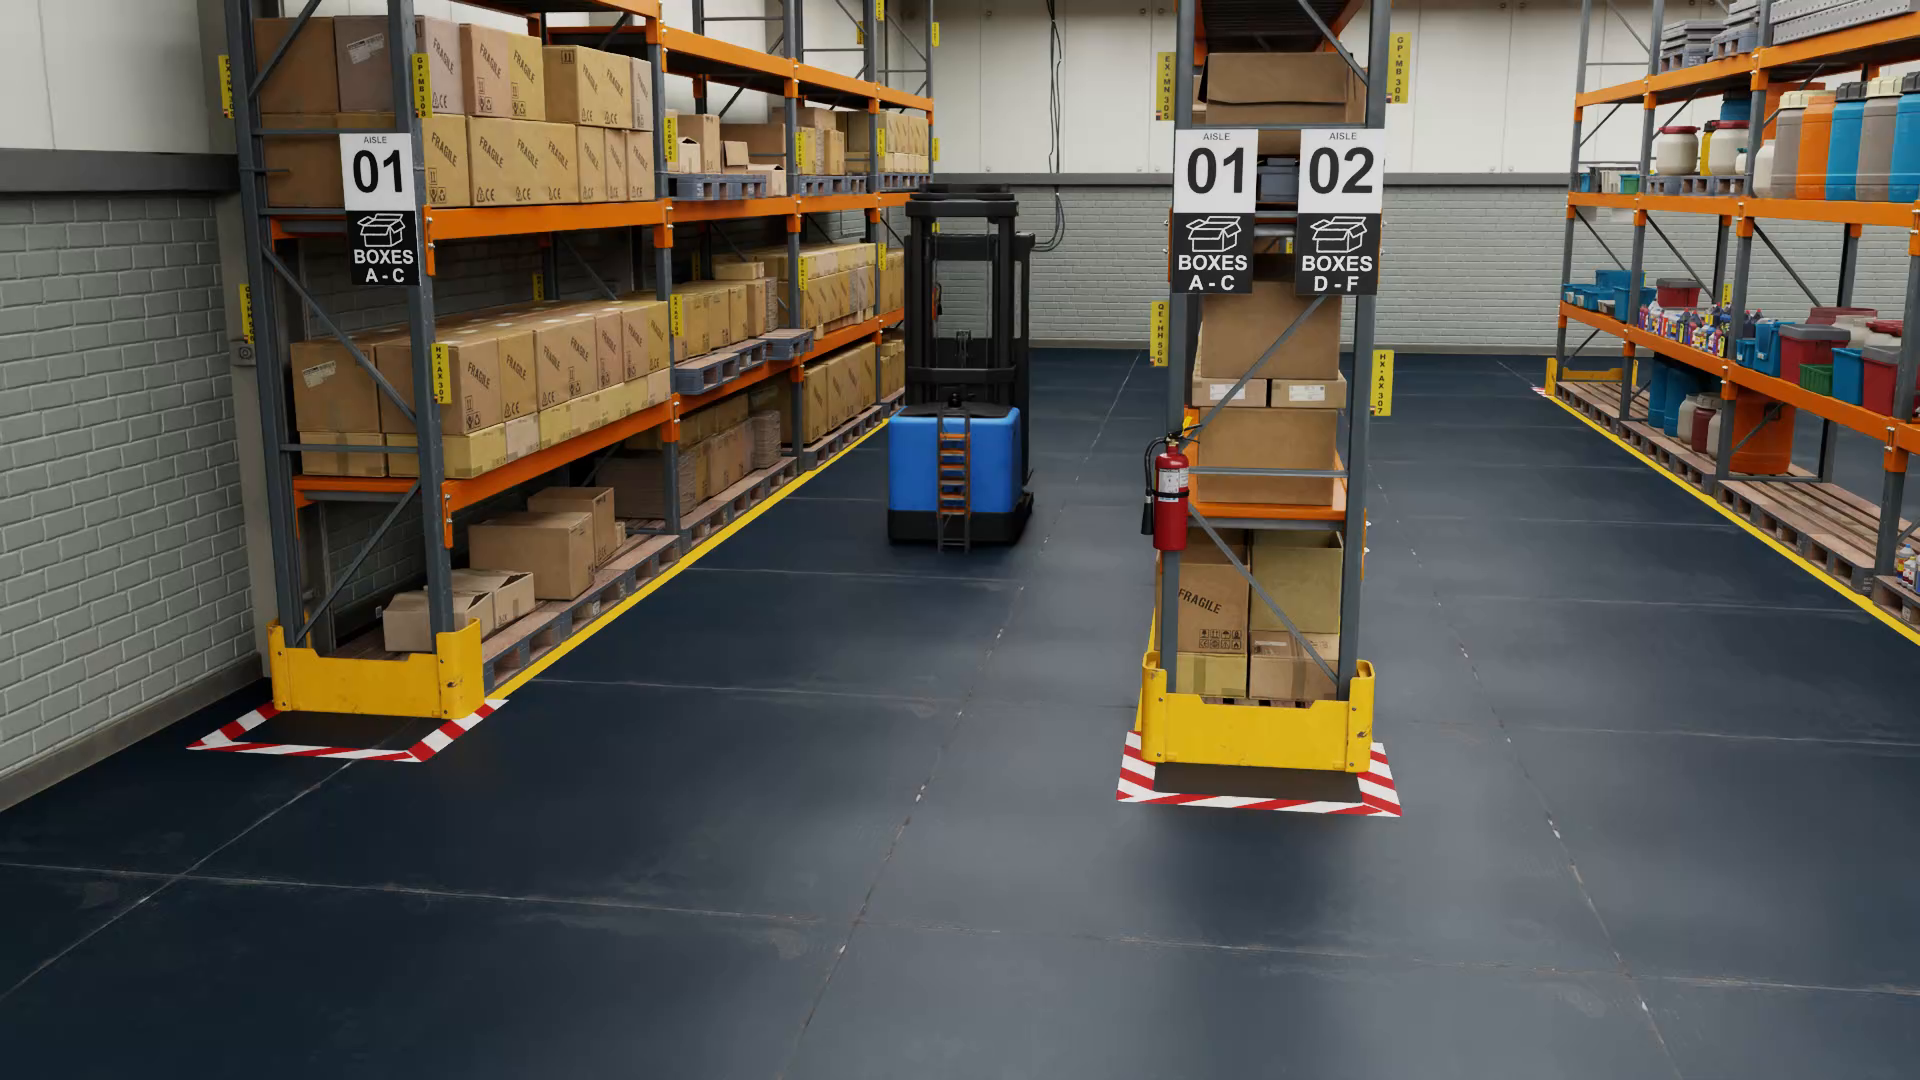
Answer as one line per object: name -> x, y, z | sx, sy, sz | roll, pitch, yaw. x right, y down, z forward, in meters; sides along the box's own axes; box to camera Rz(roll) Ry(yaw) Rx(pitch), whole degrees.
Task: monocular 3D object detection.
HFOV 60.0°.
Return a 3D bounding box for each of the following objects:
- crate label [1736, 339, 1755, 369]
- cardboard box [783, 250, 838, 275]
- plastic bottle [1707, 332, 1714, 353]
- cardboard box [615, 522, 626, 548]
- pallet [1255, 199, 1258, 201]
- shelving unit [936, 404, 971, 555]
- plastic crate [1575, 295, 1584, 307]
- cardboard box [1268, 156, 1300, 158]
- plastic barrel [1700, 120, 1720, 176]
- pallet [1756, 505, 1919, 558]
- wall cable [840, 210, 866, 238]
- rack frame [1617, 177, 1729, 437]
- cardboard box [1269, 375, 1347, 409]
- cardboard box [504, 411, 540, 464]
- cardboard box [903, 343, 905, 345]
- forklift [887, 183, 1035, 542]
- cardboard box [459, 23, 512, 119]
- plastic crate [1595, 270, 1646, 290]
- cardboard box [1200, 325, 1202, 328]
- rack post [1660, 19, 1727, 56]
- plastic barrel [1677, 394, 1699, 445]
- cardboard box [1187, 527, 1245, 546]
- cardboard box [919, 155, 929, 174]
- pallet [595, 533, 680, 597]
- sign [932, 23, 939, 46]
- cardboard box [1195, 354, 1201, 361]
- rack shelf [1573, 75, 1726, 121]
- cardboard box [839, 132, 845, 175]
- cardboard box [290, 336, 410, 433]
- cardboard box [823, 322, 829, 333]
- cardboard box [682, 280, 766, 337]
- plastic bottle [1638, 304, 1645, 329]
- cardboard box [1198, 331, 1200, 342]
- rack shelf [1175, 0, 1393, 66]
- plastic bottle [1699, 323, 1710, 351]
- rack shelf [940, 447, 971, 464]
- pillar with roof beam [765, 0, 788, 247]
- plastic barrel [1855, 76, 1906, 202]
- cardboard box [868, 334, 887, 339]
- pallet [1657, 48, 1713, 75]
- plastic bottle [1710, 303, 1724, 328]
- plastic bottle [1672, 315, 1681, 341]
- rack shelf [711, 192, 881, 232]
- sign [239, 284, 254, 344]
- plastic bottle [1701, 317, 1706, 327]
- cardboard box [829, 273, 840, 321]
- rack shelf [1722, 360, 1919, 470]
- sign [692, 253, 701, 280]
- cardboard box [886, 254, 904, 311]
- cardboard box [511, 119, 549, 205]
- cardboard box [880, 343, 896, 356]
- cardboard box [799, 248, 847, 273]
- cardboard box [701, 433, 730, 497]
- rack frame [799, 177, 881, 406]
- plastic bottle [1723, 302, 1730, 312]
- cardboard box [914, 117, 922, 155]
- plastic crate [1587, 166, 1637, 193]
crate label -> 7.234, -1.684, 15.085 | 0.303, 0.233, 0.416 | 2, 12, 9
cardboard box -> -1.640, -3.035, 18.187 | 0.500, 0.250, 0.500 | 2, 12, 9
plastic bottle -> 7.396, -1.934, 16.319 | 0.097, 0.201, 0.097 | 0, 12, 0
cardboard box -> -2.787, -0.047, 12.774 | 0.380, 0.166, 0.250 | 0, 12, 1
pallet -> 2.283, -2.727, 12.860 | 0.805, 0.209, 1.217 | 1, 12, 6
shelving unit -> -0.050, -0.490, 13.420 | 0.258, 1.200, 0.189 | 1, 12, 7
plastic crate -> 8.301, -3.161, 22.025 | 0.250, 0.136, 0.298 | 2, 12, 9
cardboard box -> 1.901, -2.194, 9.200 | 0.380, 0.149, 0.250 | 2, 12, 9
plastic barrel -> 8.345, -4.241, 17.989 | 0.600, 0.588, 0.600 | 0, 12, 0
pallet -> 7.322, -0.065, 13.794 | 1.003, 0.211, 1.213 | 2, 12, 9
wall cable -> -1.627, -4.622, 25.907 | 0.084, 1.984, 1.851 | 2, 12, 9
rack frame -> 8.285, -2.674, 19.281 | 1.000, 3.000, 0.127 | 2, 12, 9
cardboard box -> 1.818, -0.778, 8.706 | 0.380, 0.149, 0.250 | 2, 12, 8
cardboard box -> -2.895, -0.633, 10.121 | 0.500, 0.250, 0.500 | 1, 12, 7
cardboard box -> -0.975, -2.558, 23.679 | 0.700, 0.500, 0.500 | 2, 12, 8
forklift -> 0.087, -1.676, 14.812 | 1.130, 2.935, 3.031 | 1, 12, 7
cardboard box -> -2.924, -2.686, 9.558 | 0.500, 0.500, 0.500 | 2, 12, 8
plastic crate -> 9.033, -3.478, 22.783 | 0.616, 0.435, 0.499 | 2, 12, 9
cardboard box -> 1.889, -1.434, 11.750 | 0.380, 0.149, 0.250 | 2, 12, 9
rack post -> 8.124, -5.395, 17.848 | 0.937, 0.300, 0.954 | 2, 12, 8
plastic barrel -> 7.900, -1.288, 17.760 | 0.421, 0.512, 0.421 | 0, 12, 0
cardboard box -> 1.473, 0.105, 10.136 | 0.500, 0.500, 0.500 | 2, 12, 9
cardboard box -> -0.740, -5.314, 23.532 | 0.500, 0.250, 0.500 | 2, 12, 10
pallet -> -2.803, 0.174, 12.683 | 1.003, 0.211, 1.213 | 2, 12, 9
sign -> -0.355, -7.235, 23.800 | 0.100, 0.325, 0.005 | 2, 12, 9
cardboard box -> 1.575, -1.004, 9.754 | 0.380, 0.149, 0.250 | 2, 12, 10
rack shelf -> 8.592, -5.476, 20.699 | 1.077, 0.370, 4.000 | 2, 12, 9
cardboard box -> -1.748, -4.546, 19.564 | 0.700, 0.500, 0.500 | 1, 12, 6
cardboard box -> -3.488, -0.905, 9.602 | 0.500, 0.500, 0.500 | 2, 12, 8
cardboard box -> -1.670, -2.379, 18.462 | 0.380, 0.149, 0.250 | 2, 12, 10
cardboard box -> -2.241, -2.211, 15.851 | 0.700, 0.500, 0.500 | 1, 12, 3
plastic bottle -> 7.807, -2.554, 19.004 | 0.061, 0.283, 0.133 | 2, 12, 9
cardboard box -> 2.447, -1.779, 15.341 | 0.500, 0.311, 0.500 | 2, 12, 8
rack shelf -> 1.853, -3.139, 9.856 | 1.077, 0.370, 4.000 | 2, 12, 9
plastic bottle -> 7.441, -2.029, 16.594 | 0.097, 0.271, 0.097 | 0, 12, 0
rack shelf -> -0.050, -0.681, 13.379 | 0.258, 0.103, 0.180 | 1, 12, 7
pillar with roof beam -> 2.002, -5.962, 20.298 | 9.100, 9.000, 0.400 | 2, 12, 9
plastic barrel -> 7.019, -2.969, 12.341 | 0.600, 0.901, 0.600 | 0, 12, 0
cardboard box -> -1.231, -2.801, 23.268 | 0.380, 0.149, 0.250 | 2, 12, 9
pallet -> 8.188, -5.146, 17.907 | 1.003, 0.211, 1.213 | 2, 12, 9
plastic bottle -> 8.296, -2.414, 18.193 | 0.144, 0.351, 0.185 | 2, 12, 9
plastic bottle -> 7.599, -2.243, 17.585 | 0.097, 0.271, 0.097 | 0, 12, 0
rack shelf -> -1.812, -3.693, 18.599 | 1.077, 0.370, 4.000 | 2, 12, 9
sign -> -3.895, -1.240, 9.127 | 0.100, 0.325, 0.005 | 2, 12, 9
plastic bottle -> 7.657, -2.154, 17.146 | 0.061, 0.283, 0.133 | 2, 12, 9
cardboard box -> -1.625, -2.671, 18.277 | 0.500, 0.500, 0.500 | 2, 12, 8
rack shelf -> 7.362, -1.073, 13.562 | 1.077, 0.370, 4.000 | 2, 12, 9
sign -> -2.669, -2.746, 16.865 | 0.100, 0.325, 0.005 | 2, 12, 9
cardboard box -> -1.287, -3.406, 21.965 | 0.980, 0.700, 0.700 | 2, 12, 7
cardboard box -> -2.858, -2.302, 10.152 | 0.500, 0.500, 0.500 | 2, 12, 11
cardboard box -> -1.055, -2.513, 21.932 | 0.380, 0.149, 0.250 | 2, 12, 11
cardboard box -> -1.568, -3.142, 18.681 | 0.500, 0.250, 0.500 | 2, 12, 7
cardboard box -> -2.490, -0.691, 14.967 | 0.700, 0.500, 0.500 | 2, 12, 9
rack frame -> -1.504, -2.995, 20.771 | 1.000, 3.000, 0.127 | 2, 12, 9
plastic bottle -> 8.467, -2.448, 18.349 | 0.144, 0.351, 0.185 | 2, 12, 9
cardboard box -> -0.820, -5.576, 22.971 | 0.500, 0.500, 0.500 | 2, 12, 10
plastic crate -> 8.393, -4.634, 21.401 | 0.504, 0.338, 0.767 | 2, 12, 9
